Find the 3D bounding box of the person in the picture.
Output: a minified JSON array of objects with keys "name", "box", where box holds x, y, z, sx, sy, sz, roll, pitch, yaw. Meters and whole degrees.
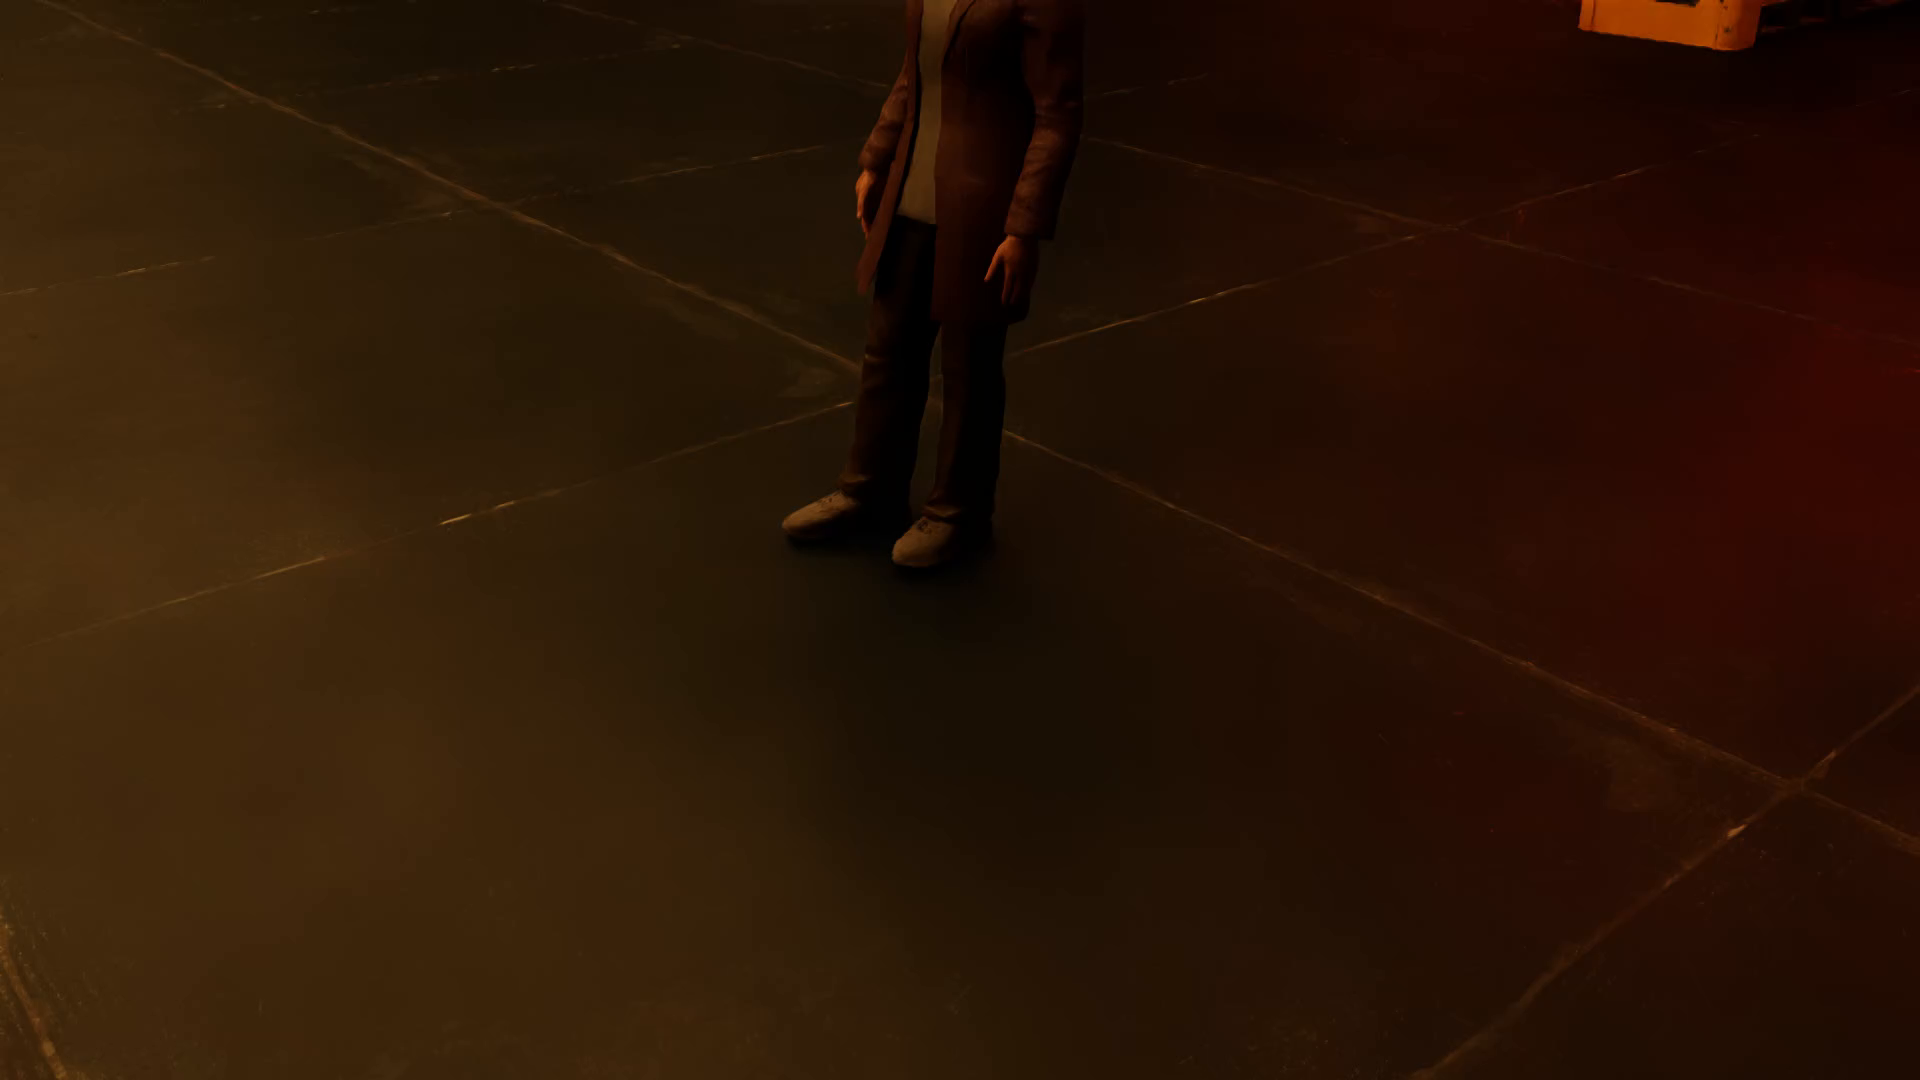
[{"name":"person","box":[-0.073,-0.778,4.054,0.580,1.776,0.694,-20,33,-35]}]
